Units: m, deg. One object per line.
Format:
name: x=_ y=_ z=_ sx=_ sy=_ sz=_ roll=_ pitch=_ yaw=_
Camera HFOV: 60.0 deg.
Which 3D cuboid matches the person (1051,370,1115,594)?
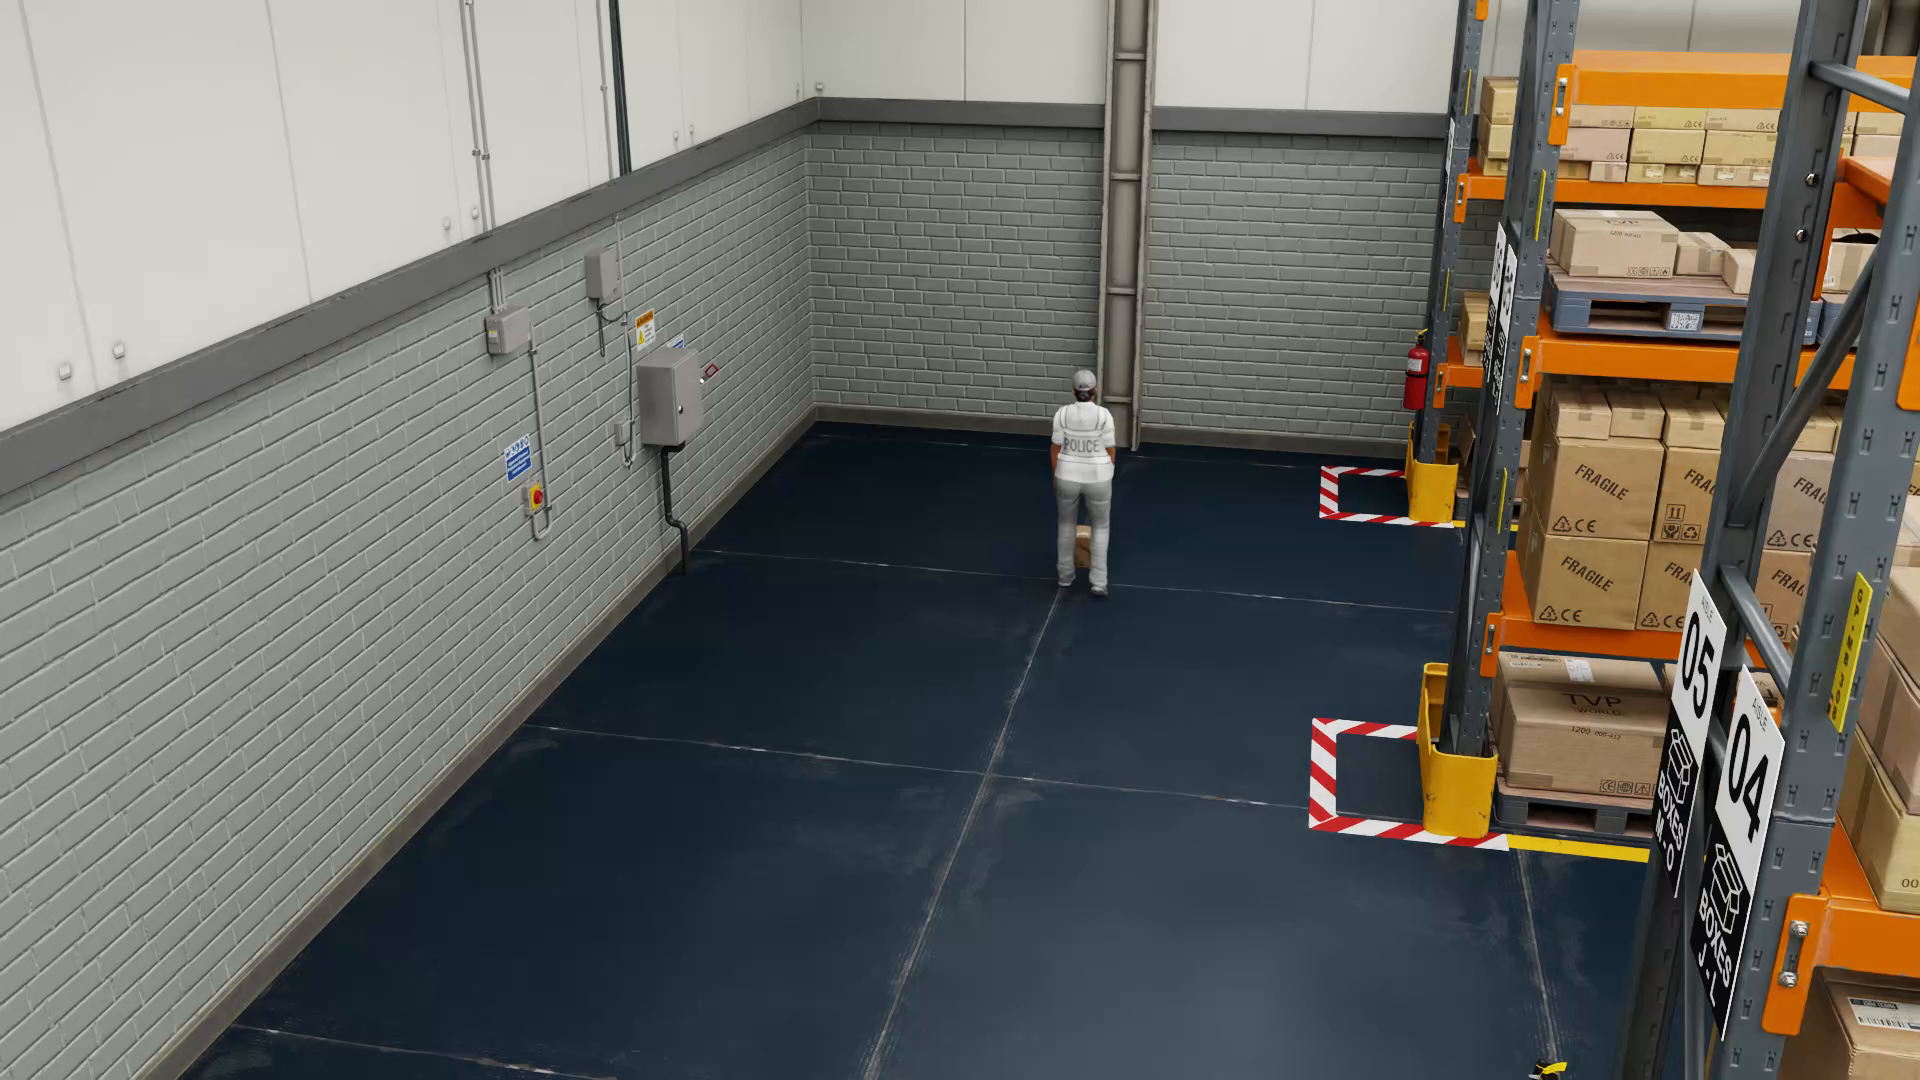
person: x=0.899 y=-0.377 z=12.194 sx=0.481 sy=1.777 sz=0.428 roll=5 pitch=22 yaw=12
